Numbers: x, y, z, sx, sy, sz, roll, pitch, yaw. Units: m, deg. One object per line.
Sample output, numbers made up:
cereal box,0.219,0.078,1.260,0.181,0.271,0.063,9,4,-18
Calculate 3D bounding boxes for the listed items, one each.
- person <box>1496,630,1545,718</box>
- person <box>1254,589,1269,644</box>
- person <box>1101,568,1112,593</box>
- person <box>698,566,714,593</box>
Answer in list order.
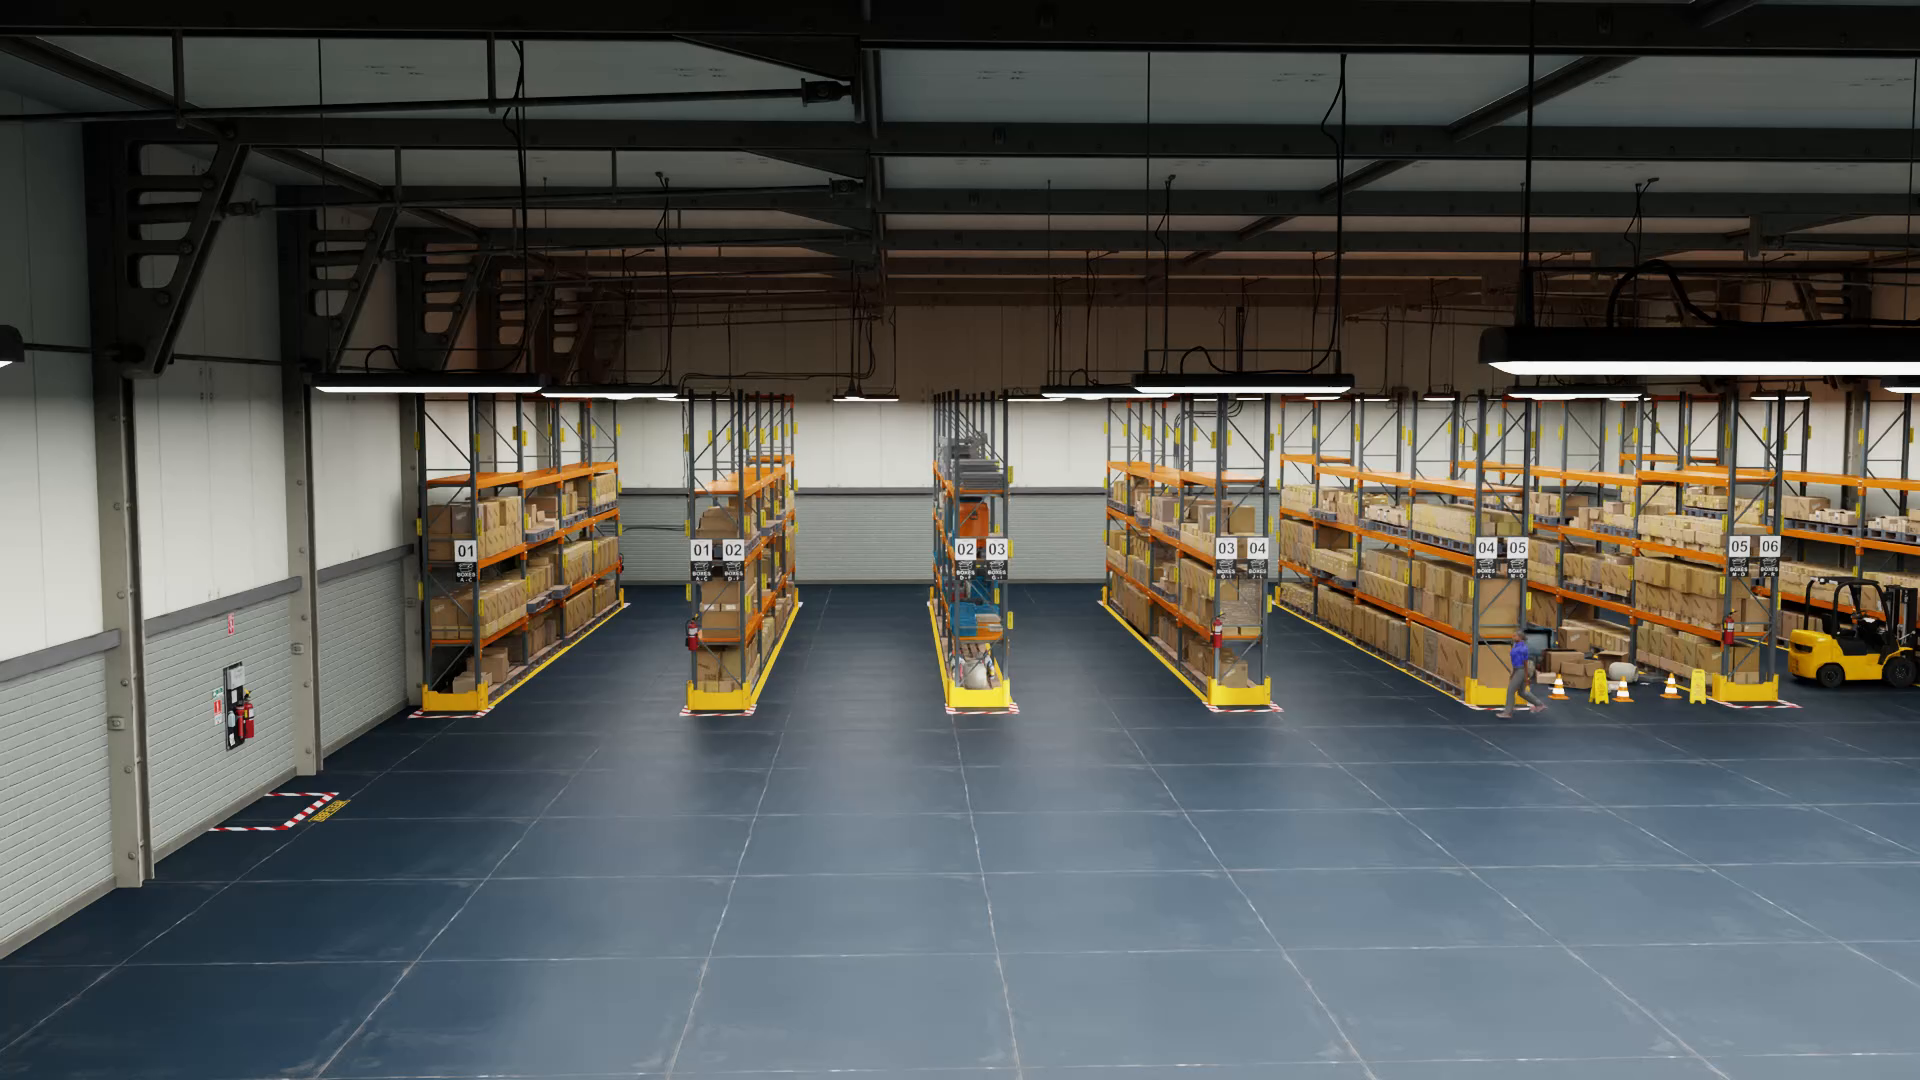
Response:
person,10.242,2.435,30.300,0.965,1.610,0.447,0,5,-1
person,7.124,1.591,39.775,0.551,1.706,1.143,-1,5,-7
person,4.607,0.900,48.900,1.026,1.689,0.554,2,5,23
person,-6.854,1.196,45.334,0.711,1.683,0.659,1,5,6
